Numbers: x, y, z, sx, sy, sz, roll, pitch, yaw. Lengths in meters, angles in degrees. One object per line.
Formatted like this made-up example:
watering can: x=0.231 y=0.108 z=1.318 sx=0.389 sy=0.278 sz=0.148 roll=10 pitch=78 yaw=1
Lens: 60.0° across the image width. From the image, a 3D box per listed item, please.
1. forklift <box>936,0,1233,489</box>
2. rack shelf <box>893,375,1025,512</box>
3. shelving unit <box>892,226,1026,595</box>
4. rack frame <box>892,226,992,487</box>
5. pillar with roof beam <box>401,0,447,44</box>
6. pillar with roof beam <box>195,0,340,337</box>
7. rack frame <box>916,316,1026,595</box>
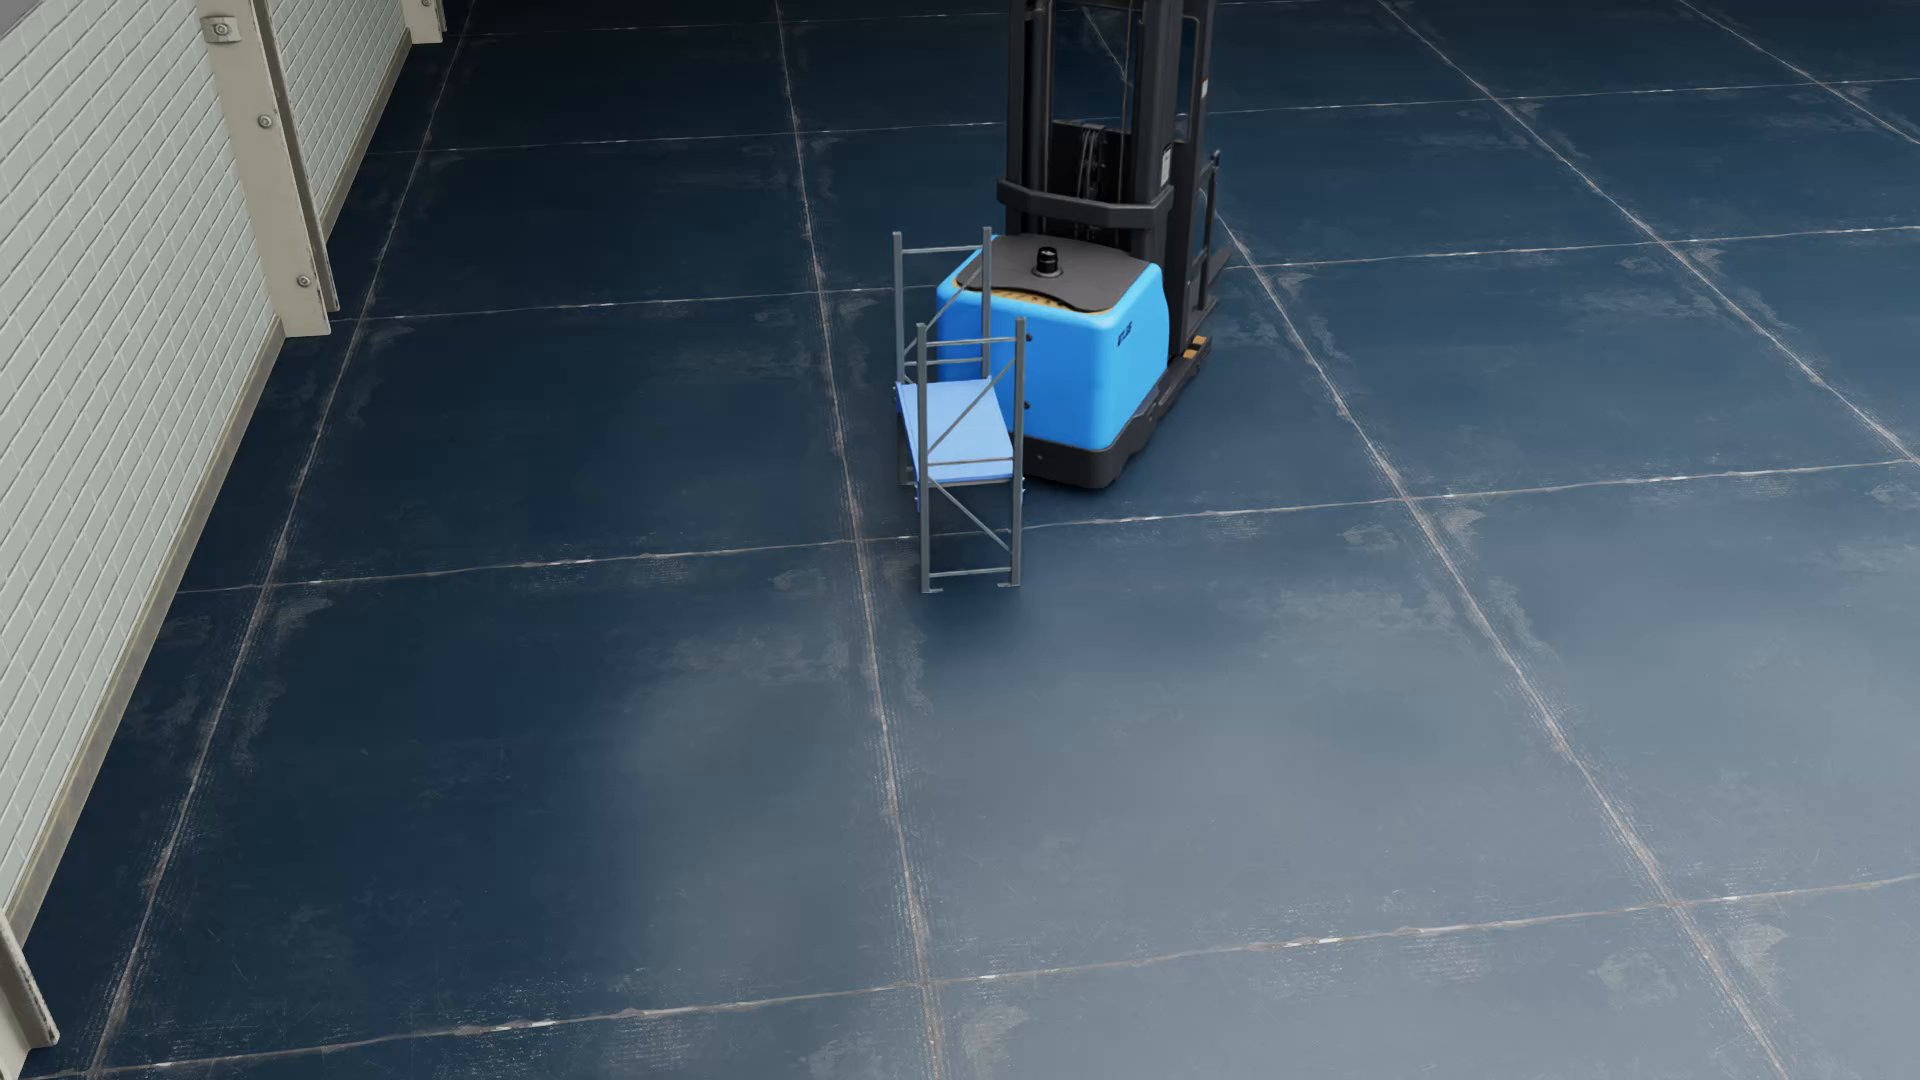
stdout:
forklift: x=0.922 y=-2.308 z=9.535 sx=1.130 sy=2.935 sz=3.031 roll=14 pitch=37 yaw=20
rack shelf: x=-0.020 y=-0.508 z=8.483 sx=0.538 sy=0.185 sz=1.000 roll=-4 pitch=35 yaw=-7
shelving unit: x=-0.020 y=-0.656 z=8.381 sx=0.538 sy=1.500 sz=1.048 roll=-4 pitch=35 yaw=-7
rack frame: x=-0.090 y=-0.940 z=8.797 sx=0.500 sy=1.500 sz=0.032 roll=-4 pitch=35 yaw=-7
pillar with roof beam: x=-0.772 y=-8.812 z=13.689 sx=9.100 sy=9.000 sz=0.400 roll=-4 pitch=35 yaw=-6
pillar with roof beam: x=0.035 y=-5.463 z=8.776 sx=9.100 sy=9.000 sz=0.400 roll=-4 pitch=35 yaw=-6
rack frame: x=0.051 y=-0.373 z=7.965 sx=0.500 sy=1.500 sz=0.032 roll=-4 pitch=35 yaw=-7
